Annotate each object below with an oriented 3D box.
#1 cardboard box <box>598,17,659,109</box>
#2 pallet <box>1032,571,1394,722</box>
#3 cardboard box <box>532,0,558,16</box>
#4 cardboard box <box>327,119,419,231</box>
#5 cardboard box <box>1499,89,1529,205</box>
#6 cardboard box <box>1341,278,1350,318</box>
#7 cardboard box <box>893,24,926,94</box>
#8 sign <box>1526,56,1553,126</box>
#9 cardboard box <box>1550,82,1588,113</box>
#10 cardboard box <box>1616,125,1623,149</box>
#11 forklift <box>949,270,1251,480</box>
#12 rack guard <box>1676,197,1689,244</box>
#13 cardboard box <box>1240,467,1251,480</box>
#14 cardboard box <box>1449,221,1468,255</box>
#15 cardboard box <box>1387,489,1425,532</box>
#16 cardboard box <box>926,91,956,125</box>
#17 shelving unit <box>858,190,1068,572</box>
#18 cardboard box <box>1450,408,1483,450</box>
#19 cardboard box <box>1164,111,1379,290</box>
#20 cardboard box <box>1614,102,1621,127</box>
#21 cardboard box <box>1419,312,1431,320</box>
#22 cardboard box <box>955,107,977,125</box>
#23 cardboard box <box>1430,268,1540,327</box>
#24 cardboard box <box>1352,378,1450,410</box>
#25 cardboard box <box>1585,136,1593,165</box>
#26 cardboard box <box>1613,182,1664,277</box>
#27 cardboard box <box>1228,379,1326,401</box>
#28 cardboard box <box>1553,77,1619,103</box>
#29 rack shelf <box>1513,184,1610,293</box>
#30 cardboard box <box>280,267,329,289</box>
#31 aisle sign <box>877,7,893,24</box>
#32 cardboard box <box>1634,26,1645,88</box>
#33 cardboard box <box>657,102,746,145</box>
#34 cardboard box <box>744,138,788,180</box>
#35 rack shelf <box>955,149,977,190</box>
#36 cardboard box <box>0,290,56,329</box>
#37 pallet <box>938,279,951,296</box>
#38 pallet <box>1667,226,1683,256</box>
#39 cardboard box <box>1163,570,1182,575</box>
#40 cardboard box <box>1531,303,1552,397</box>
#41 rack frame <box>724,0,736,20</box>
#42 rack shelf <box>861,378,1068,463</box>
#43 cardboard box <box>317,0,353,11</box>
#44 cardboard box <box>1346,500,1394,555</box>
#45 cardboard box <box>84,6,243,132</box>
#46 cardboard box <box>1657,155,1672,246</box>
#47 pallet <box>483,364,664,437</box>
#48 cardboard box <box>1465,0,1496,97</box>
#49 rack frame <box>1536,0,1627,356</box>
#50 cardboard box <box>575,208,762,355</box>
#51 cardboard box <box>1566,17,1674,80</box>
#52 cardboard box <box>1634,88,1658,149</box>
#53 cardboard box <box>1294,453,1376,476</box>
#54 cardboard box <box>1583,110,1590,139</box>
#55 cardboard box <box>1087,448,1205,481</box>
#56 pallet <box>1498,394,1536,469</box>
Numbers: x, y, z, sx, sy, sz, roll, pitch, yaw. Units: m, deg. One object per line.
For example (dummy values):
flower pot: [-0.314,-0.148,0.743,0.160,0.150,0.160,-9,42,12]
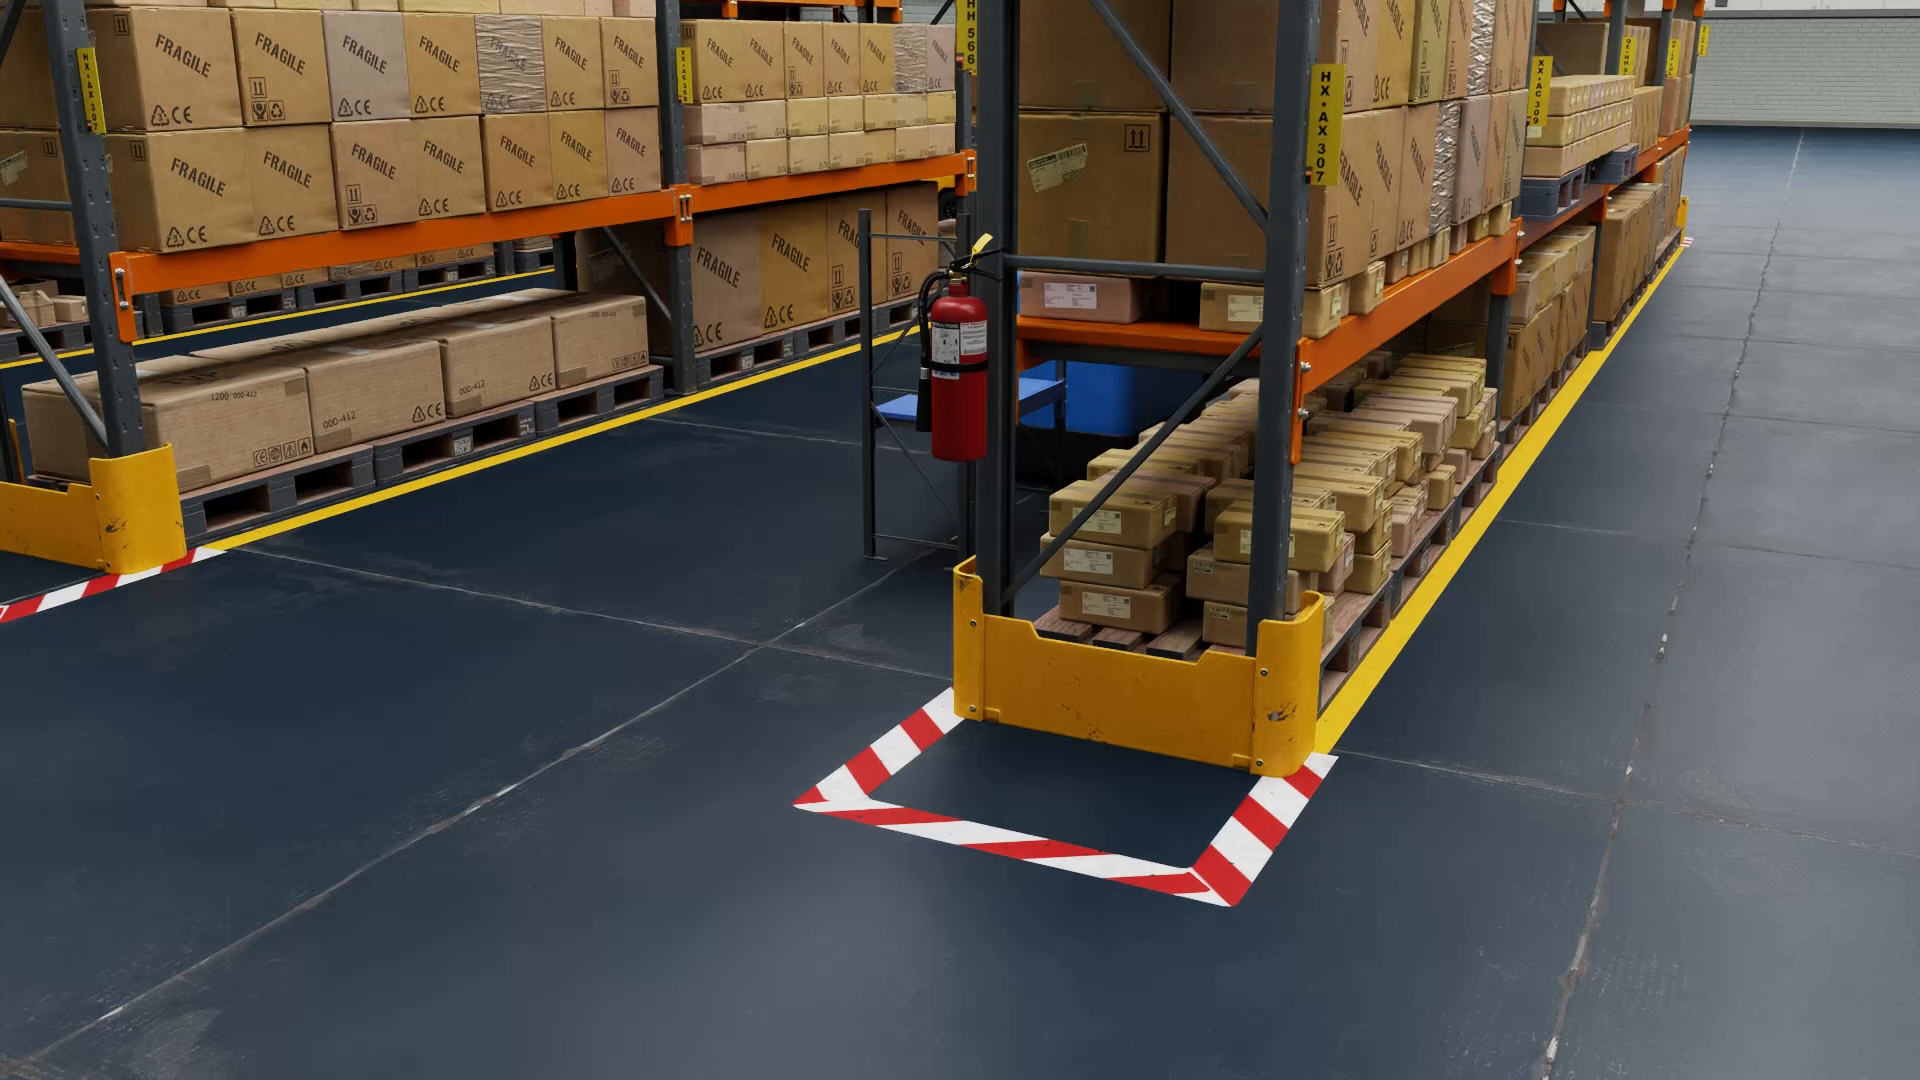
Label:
cardboard box: [-2.127,-2.798,9.746,0.500,0.500,0.500,8,18,25]
pallet: [0.951,0.311,6.105,1.003,0.211,1.213,8,18,25]
cardboard box: [-2.449,-2.963,9.162,0.380,0.149,0.250,8,18,25]
cardboard box: [-3.035,-1.801,8.144,0.500,0.500,0.500,8,18,25]
cardboard box: [2.347,-1.854,7.799,0.500,0.500,0.500,8,18,25]
cardboard box: [1.037,-0.794,5.370,0.380,0.149,0.250,9,19,27]
cardboard box: [-0.595,-3.676,12.700,0.500,0.500,0.500,8,19,26]
sign: [2.799,-2.170,8.042,0.100,0.325,0.005,8,18,25]
cardboard box: [3.133,-2.367,8.884,0.380,0.149,0.250,8,18,26]
cardboard box: [4.061,-2.609,10.745,0.380,0.149,0.250,8,19,26]
forklift: [1.064,-2.054,9.293,1.130,2.935,3.031,8,18,26]
rack guard: [7.683,-3.687,19.059,1.175,0.500,0.348,8,18,25]
cardboard box: [0.954,-0.218,6.736,0.380,0.149,0.250,8,18,26]
cardboard box: [1.969,-1.324,7.155,0.380,0.149,0.250,7,18,23]
cardboard box: [1.722,-0.127,6.952,0.380,0.149,0.250,8,18,25]
cardboard box: [-0.365,-3.457,13.282,0.500,0.250,0.500,8,18,25]
shelving unit: [0.038,-0.741,7.384,0.538,1.500,1.048,8,18,25]
cardboard box: [2.240,-0.538,7.814,0.380,0.149,0.250,7,18,23]
cardboard box: [0.970,-1.073,5.171,0.500,0.500,0.500,9,19,28]
cardboard box: [3.939,-2.682,10.466,0.380,0.149,0.250,8,18,25]
cardboard box: [2.417,-1.407,9.328,0.500,0.250,0.500,8,18,24]
cardboard box: [-0.065,-3.585,14.031,0.380,0.149,0.250,7,18,22]
cardboard box: [2.876,-1.339,9.101,0.500,0.250,0.500,7,18,23]
cardboard box: [2.015,-0.628,7.595,0.380,0.149,0.250,9,19,27]
cardboard box: [3.358,-2.208,9.395,0.380,0.149,0.250,7,18,23]
cardboard box: [5.688,-2.813,14.942,1.050,0.750,0.750,8,18,25]
cardboard box: [1.443,-0.624,7.581,0.380,0.149,0.250,9,19,27]
cardboard box: [3.828,-2.765,10.223,0.380,0.149,0.250,8,18,25]
rack shelf: [3.204,-1.987,10.209,1.077,0.370,4.000,8,18,25]
cardboard box: [-5.732,-2.418,14.050,0.500,0.500,0.500,8,18,24]
aisle sign: [-0.952,-7.339,22.400,0.394,0.787,0.004,8,18,25]
cardboard box: [5.440,-4.129,14.225,0.700,0.500,0.500,8,18,24]
cardboard box: [-1.715,-2.670,10.632,0.500,0.250,0.500,8,18,24]
cardboard box: [-1.501,-2.565,11.155,0.500,0.250,0.500,8,18,24]
rack shelf: [0.517,-3.610,15.673,1.077,0.370,4.000,8,18,25]
cardboard box: [-6.752,-1.677,11.968,0.396,0.266,0.258,9,19,27]
pallet: [-0.026,-2.307,14.922,1.003,0.211,1.213,8,18,25]
pallet: [7.385,-3.329,18.360,1.003,0.211,1.213,8,18,25]
cardboard box: [0.596,0.123,6.112,0.380,0.149,0.250,9,19,27]
cardboard box: [3.112,-1.115,9.662,0.500,0.500,0.500,9,19,28]
rack frame: [-3.031,-5.095,19.409,1.000,3.000,0.127,8,18,25]
rack shelf: [0.038,-0.568,7.435,0.538,0.185,1.000,8,18,25]
cardboard box: [-3.101,-2.571,7.842,0.380,0.149,0.250,8,18,26]
cardboard box: [1.401,-0.069,6.236,0.380,0.149,0.250,9,19,27]
cardboard box: [-3.482,-2.021,7.128,0.500,0.500,0.500,8,18,24]
cardboard box: [6.628,-3.424,16.779,0.875,0.875,0.875,8,18,26]
pallet: [-2.573,-0.906,10.204,1.003,0.211,1.213,8,18,25]
cardboard box: [1.874,-2.077,6.795,0.500,0.500,0.500,9,19,27]
rack frame: [4.097,-2.841,11.822,1.000,3.000,0.127,8,18,25]
cardboard box: [-1.958,-1.777,11.234,0.875,0.875,0.875,9,19,27]
cardboard box: [6.080,-4.539,15.379,0.875,0.550,0.550,8,18,25]
cardboard box: [5.665,-3.612,14.243,0.500,0.500,0.500,8,18,25]
cardboard box: [1.340,-0.221,6.224,0.380,0.149,0.250,7,18,23]
cardboard box: [3.242,-2.286,9.134,0.380,0.149,0.250,7,18,23]
cardboard box: [0.698,-0.229,6.253,0.380,0.149,0.250,8,18,24]
pallet: [2.657,-0.684,9.457,1.003,0.211,1.213,8,18,25]
